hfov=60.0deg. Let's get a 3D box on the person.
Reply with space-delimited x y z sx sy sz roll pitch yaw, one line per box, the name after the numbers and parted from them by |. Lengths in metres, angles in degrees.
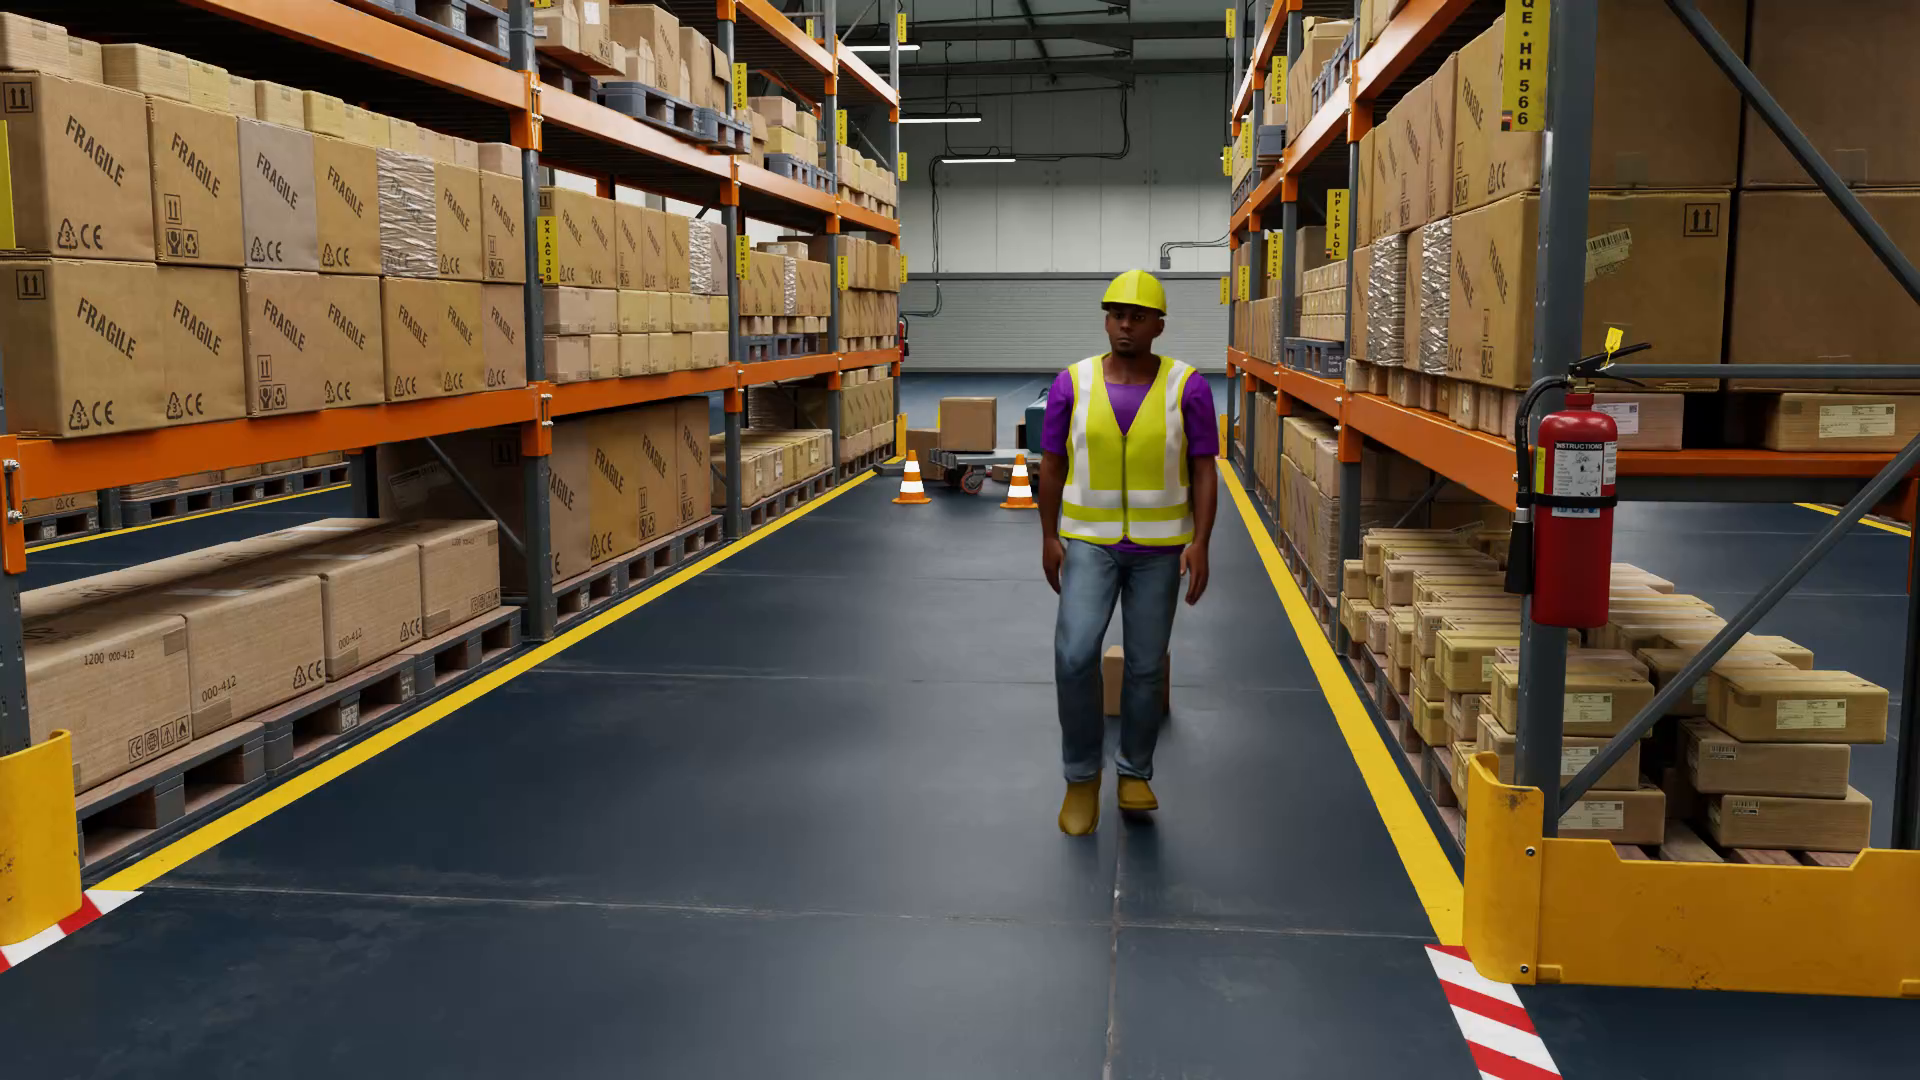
0.533 0.051 5.326 0.581 1.814 0.509 1 8 6 | person
